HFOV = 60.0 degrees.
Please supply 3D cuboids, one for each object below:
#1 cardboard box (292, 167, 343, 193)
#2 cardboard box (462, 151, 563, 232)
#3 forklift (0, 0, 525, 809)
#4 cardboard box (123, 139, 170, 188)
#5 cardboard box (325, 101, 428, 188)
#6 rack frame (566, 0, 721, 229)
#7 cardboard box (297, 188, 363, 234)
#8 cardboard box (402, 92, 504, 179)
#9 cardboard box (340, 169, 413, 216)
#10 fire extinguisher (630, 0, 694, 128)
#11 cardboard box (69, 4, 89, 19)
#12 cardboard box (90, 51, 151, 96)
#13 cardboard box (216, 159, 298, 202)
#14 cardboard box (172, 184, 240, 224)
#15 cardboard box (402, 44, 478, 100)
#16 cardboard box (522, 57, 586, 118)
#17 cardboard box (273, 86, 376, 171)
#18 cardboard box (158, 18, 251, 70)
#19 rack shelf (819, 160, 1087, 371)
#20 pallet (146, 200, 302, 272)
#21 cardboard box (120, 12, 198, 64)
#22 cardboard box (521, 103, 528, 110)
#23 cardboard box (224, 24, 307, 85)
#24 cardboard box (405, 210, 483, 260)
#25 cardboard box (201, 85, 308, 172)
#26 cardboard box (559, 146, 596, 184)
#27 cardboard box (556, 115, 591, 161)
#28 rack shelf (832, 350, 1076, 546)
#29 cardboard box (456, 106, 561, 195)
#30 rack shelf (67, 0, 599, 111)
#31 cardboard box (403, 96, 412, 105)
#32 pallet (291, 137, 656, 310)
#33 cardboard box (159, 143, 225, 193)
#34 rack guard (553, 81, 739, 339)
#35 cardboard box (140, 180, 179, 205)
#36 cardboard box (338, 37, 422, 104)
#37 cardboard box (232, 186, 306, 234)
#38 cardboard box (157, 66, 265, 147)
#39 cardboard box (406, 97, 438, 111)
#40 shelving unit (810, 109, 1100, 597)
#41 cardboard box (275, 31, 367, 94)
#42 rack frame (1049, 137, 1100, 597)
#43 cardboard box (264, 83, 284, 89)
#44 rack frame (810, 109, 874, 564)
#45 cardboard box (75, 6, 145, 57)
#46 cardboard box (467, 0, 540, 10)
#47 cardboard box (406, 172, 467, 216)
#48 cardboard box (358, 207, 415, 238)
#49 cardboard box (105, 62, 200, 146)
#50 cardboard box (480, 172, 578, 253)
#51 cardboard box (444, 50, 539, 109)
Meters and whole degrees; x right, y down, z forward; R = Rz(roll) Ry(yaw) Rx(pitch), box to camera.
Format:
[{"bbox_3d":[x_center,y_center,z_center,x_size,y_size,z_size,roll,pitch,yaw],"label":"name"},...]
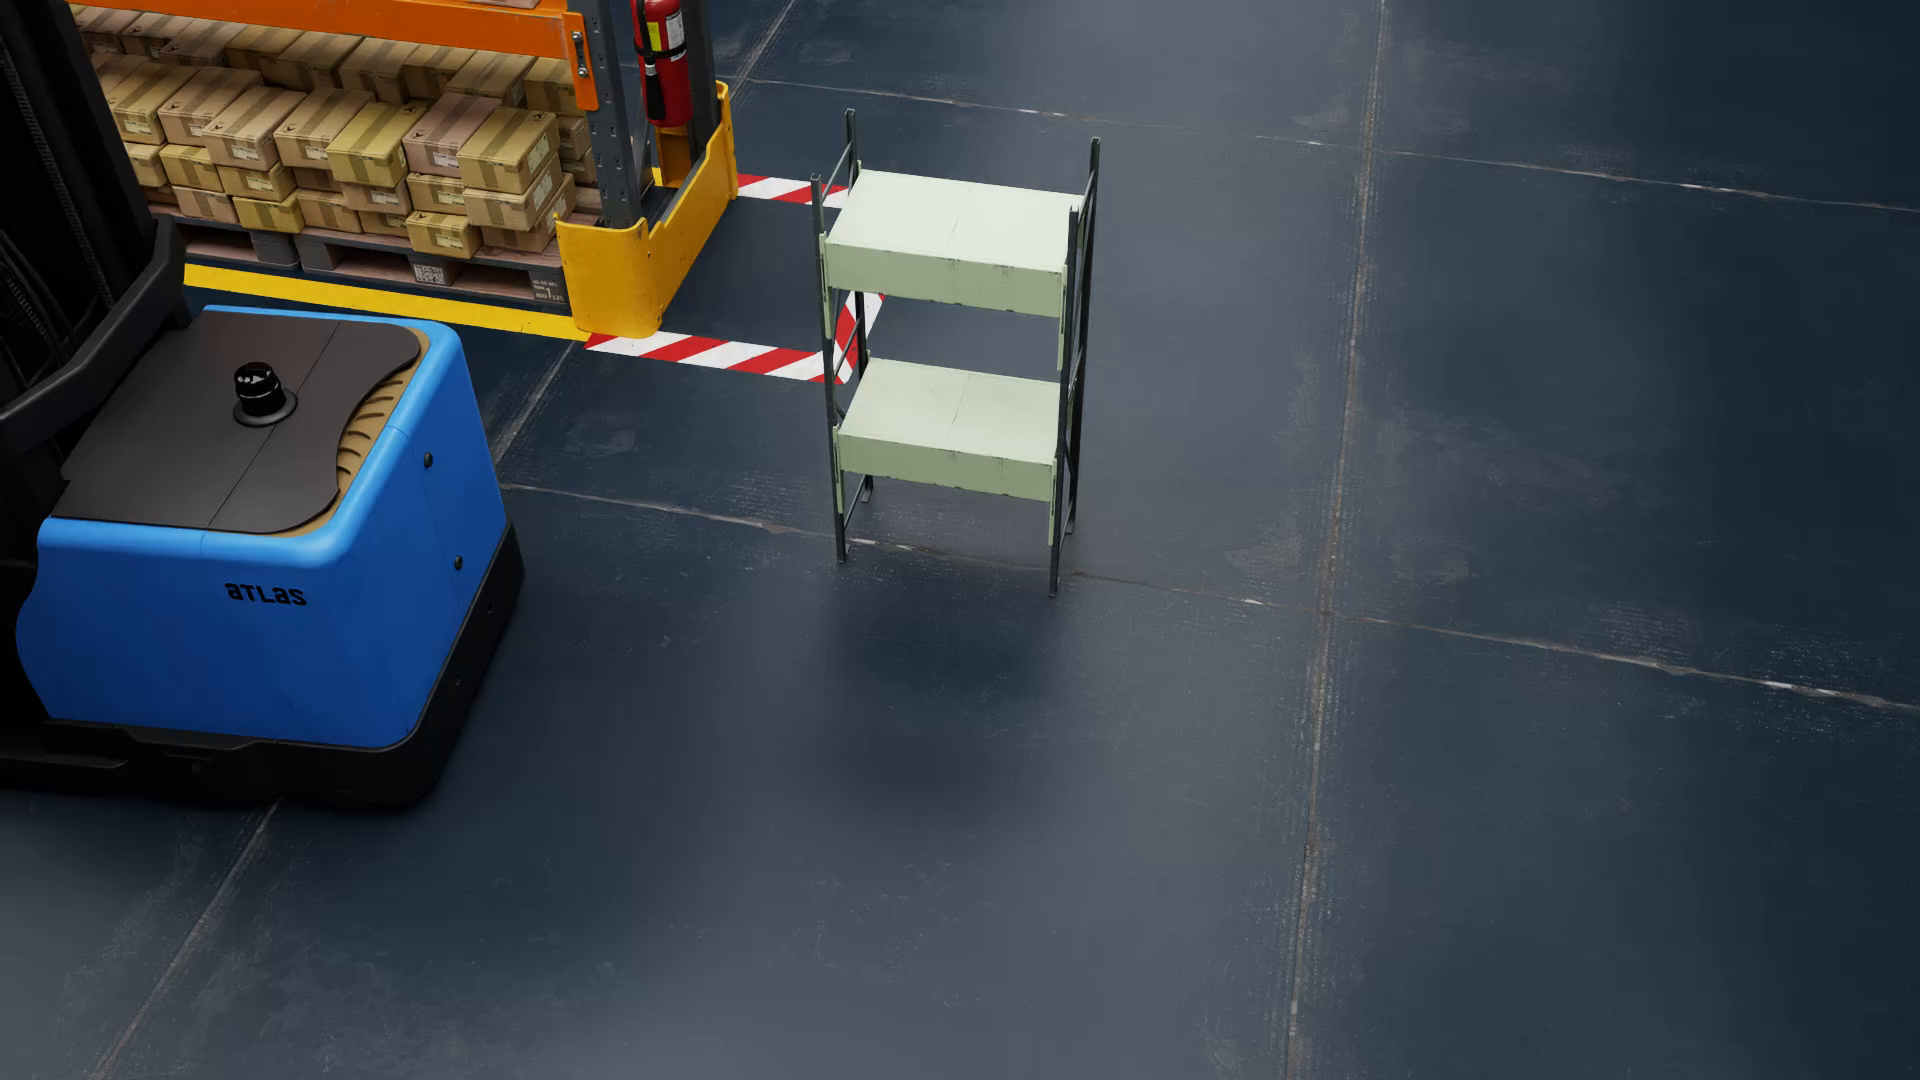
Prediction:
[{"bbox_3d":[-2.511,-1.583,6.770,0.250,0.149,0.380,8,45,9],"label":"cardboard box"},{"bbox_3d":[-1.764,-1.395,6.575,0.250,0.149,0.380,8,44,8],"label":"cardboard box"},{"bbox_3d":[-3.000,-0.711,4.375,3.031,2.935,1.130,5,44,5],"label":"forklift"},{"bbox_3d":[-3.300,-1.616,6.805,0.250,0.149,0.380,9,45,9],"label":"cardboard box"},{"bbox_3d":[-2.271,-1.554,6.526,0.250,0.149,0.380,8,44,8],"label":"cardboard box"},{"bbox_3d":[-1.186,-2.277,5.952,0.127,3.000,1.000,9,45,9],"label":"rack frame"},{"bbox_3d":[-2.501,-1.437,6.833,0.250,0.149,0.380,9,45,9],"label":"cardboard box"},{"bbox_3d":[-1.991,-1.601,6.574,0.250,0.149,0.380,10,45,10],"label":"cardboard box"},{"bbox_3d":[-2.271,-1.472,6.655,0.250,0.149,0.380,7,44,7],"label":"cardboard box"},{"bbox_3d":[-1.041,-1.764,5.744,0.183,0.674,0.296,9,45,9],"label":"fire extinguisher"},{"bbox_3d":[-3.947,-2.206,7.203,0.250,0.149,0.380,10,45,10],"label":"cardboard box"},{"bbox_3d":[-3.511,-1.839,6.821,0.250,0.149,0.380,7,44,7],"label":"cardboard box"},{"bbox_3d":[-2.779,-1.542,6.728,0.250,0.149,0.380,9,45,10],"label":"cardboard box"},{"bbox_3d":[-3.026,-1.488,6.886,0.250,0.149,0.380,10,45,10],"label":"cardboard box"},{"bbox_3d":[-2.137,-2.010,6.999,0.250,0.149,0.380,9,45,9],"label":"cardboard box"},{"bbox_3d":[-1.623,-1.925,6.910,0.250,0.149,0.380,7,44,7],"label":"cardboard box"},{"bbox_3d":[-2.510,-1.636,6.611,0.250,0.149,0.380,7,44,7],"label":"cardboard box"},{"bbox_3d":[-3.178,-2.084,7.076,0.250,0.149,0.380,9,45,9],"label":"cardboard box"},{"bbox_3d":[-0.007,-0.823,4.960,0.720,0.370,0.431,9,45,9],"label":"rack shelf"},{"bbox_3d":[-3.232,-1.617,7.278,1.213,0.211,1.003,9,45,9],"label":"pallet"},{"bbox_3d":[-3.397,-2.195,7.192,0.250,0.149,0.380,7,44,8],"label":"cardboard box"},{"bbox_3d":[-1.896,-1.841,7.038,0.250,0.149,0.380,9,45,9],"label":"cardboard box"},{"bbox_3d":[-2.912,-2.110,7.104,0.250,0.149,0.380,9,45,10],"label":"cardboard box"},{"bbox_3d":[-2.019,-1.310,6.701,0.250,0.149,0.380,10,45,10],"label":"cardboard box"},{"bbox_3d":[-2.784,-1.639,6.614,0.250,0.149,0.380,10,45,11],"label":"cardboard box"},{"bbox_3d":[-1.628,-1.697,7.103,0.250,0.149,0.380,10,45,10],"label":"cardboard box"},{"bbox_3d":[-1.641,-1.761,6.955,0.250,0.149,0.380,11,45,11],"label":"cardboard box"},{"bbox_3d":[-0.007,-0.306,5.457,0.720,0.370,0.431,9,45,9],"label":"rack shelf"},{"bbox_3d":[-1.758,-1.524,6.494,0.250,0.149,0.380,9,45,10],"label":"cardboard box"},{"bbox_3d":[-3.138,-2.320,6.517,4.000,0.370,1.077,9,45,9],"label":"rack shelf"},{"bbox_3d":[-2.381,-1.930,7.131,0.250,0.149,0.380,10,45,10],"label":"cardboard box"},{"bbox_3d":[-2.045,-1.431,7.084,1.213,0.211,1.003,9,45,9],"label":"pallet"},{"bbox_3d":[-3.025,-1.593,6.781,0.250,0.149,0.380,11,45,11],"label":"cardboard box"},{"bbox_3d":[-1.260,-1.388,6.831,0.348,0.500,1.175,9,45,9],"label":"rack guard"},{"bbox_3d":[-3.257,-1.577,6.978,0.250,0.149,0.380,10,45,10],"label":"cardboard box"},{"bbox_3d":[-2.397,-1.991,6.980,0.250,0.149,0.380,7,44,7],"label":"cardboard box"},{"bbox_3d":[-2.764,-1.433,6.829,0.250,0.149,0.380,7,44,7],"label":"cardboard box"},{"bbox_3d":[-3.018,-1.754,6.733,0.250,0.149,0.380,7,44,8],"label":"cardboard box"},{"bbox_3d":[-2.155,-1.818,7.014,0.250,0.149,0.380,9,45,10],"label":"cardboard box"},{"bbox_3d":[-0.007,-0.541,5.231,0.755,1.500,0.431,9,45,9],"label":"shelving unit"},{"bbox_3d":[-2.665,-2.040,7.030,0.250,0.149,0.380,10,45,11],"label":"cardboard box"},{"bbox_3d":[0.351,-0.486,5.173,0.023,1.500,0.400,9,45,9],"label":"rack frame"},{"bbox_3d":[-2.935,-1.919,7.119,0.250,0.149,0.380,11,45,11],"label":"cardboard box"},{"bbox_3d":[-0.364,-0.597,5.289,0.023,1.500,0.400,9,45,9],"label":"rack frame"},{"bbox_3d":[-3.663,-2.228,7.226,0.250,0.149,0.380,7,44,7],"label":"cardboard box"},{"bbox_3d":[-1.566,-2.044,5.892,0.250,0.149,0.380,9,45,9],"label":"cardboard box"},{"bbox_3d":[-2.007,-1.471,6.654,0.250,0.149,0.380,8,44,8],"label":"cardboard box"},{"bbox_3d":[-2.258,-1.408,6.803,0.250,0.149,0.380,9,45,9],"label":"cardboard box"},{"bbox_3d":[-3.279,-1.775,6.755,0.250,0.149,0.380,9,45,9],"label":"cardboard box"},{"bbox_3d":[-1.745,-1.340,6.732,0.250,0.149,0.380,10,45,10],"label":"cardboard box"},{"bbox_3d":[-1.919,-1.885,6.869,0.250,0.149,0.380,10,45,10],"label":"cardboard box"}]
